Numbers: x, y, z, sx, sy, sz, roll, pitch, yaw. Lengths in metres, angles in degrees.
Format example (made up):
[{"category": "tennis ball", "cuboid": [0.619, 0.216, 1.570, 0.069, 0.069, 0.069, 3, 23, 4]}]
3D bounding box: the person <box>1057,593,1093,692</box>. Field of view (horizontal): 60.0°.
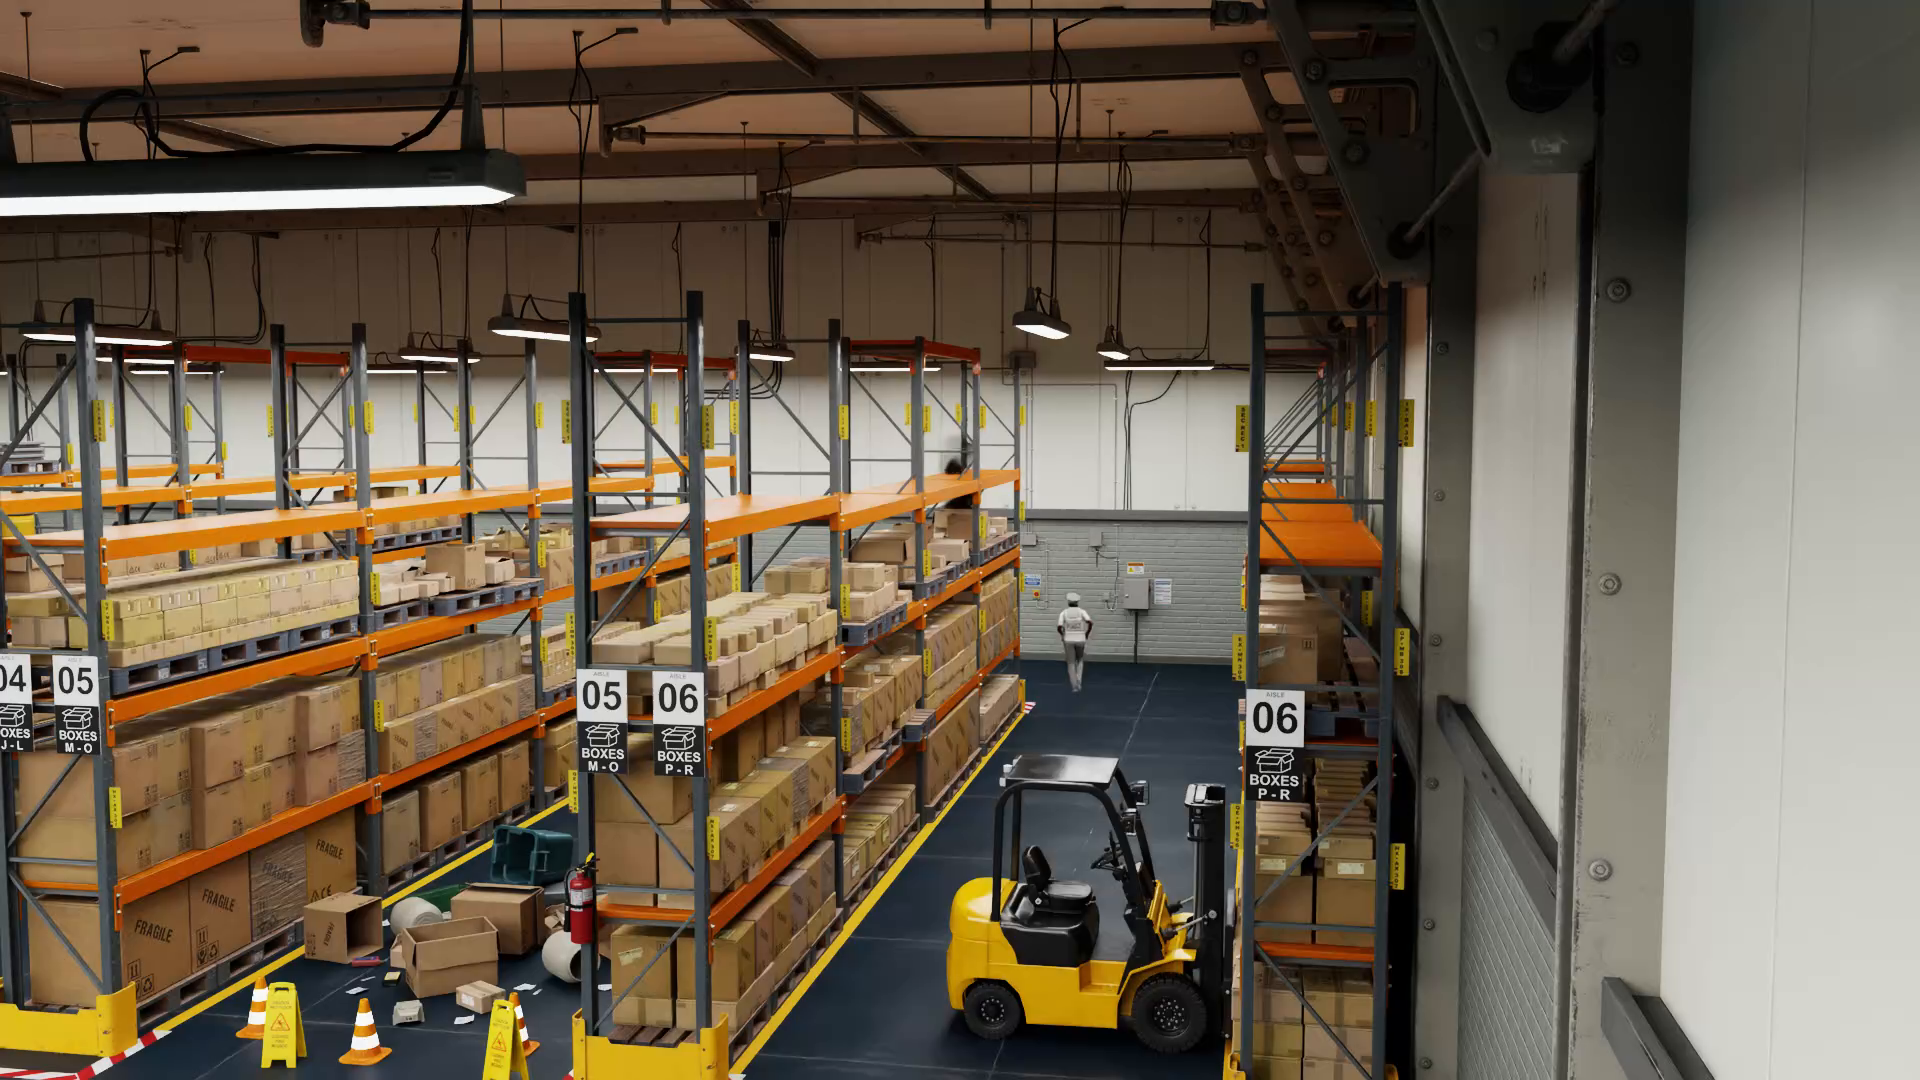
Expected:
[{"category": "person", "cuboid": [1.955, 1.776, 28.457, 0.589, 1.747, 0.591, 0, 5, -4]}]
